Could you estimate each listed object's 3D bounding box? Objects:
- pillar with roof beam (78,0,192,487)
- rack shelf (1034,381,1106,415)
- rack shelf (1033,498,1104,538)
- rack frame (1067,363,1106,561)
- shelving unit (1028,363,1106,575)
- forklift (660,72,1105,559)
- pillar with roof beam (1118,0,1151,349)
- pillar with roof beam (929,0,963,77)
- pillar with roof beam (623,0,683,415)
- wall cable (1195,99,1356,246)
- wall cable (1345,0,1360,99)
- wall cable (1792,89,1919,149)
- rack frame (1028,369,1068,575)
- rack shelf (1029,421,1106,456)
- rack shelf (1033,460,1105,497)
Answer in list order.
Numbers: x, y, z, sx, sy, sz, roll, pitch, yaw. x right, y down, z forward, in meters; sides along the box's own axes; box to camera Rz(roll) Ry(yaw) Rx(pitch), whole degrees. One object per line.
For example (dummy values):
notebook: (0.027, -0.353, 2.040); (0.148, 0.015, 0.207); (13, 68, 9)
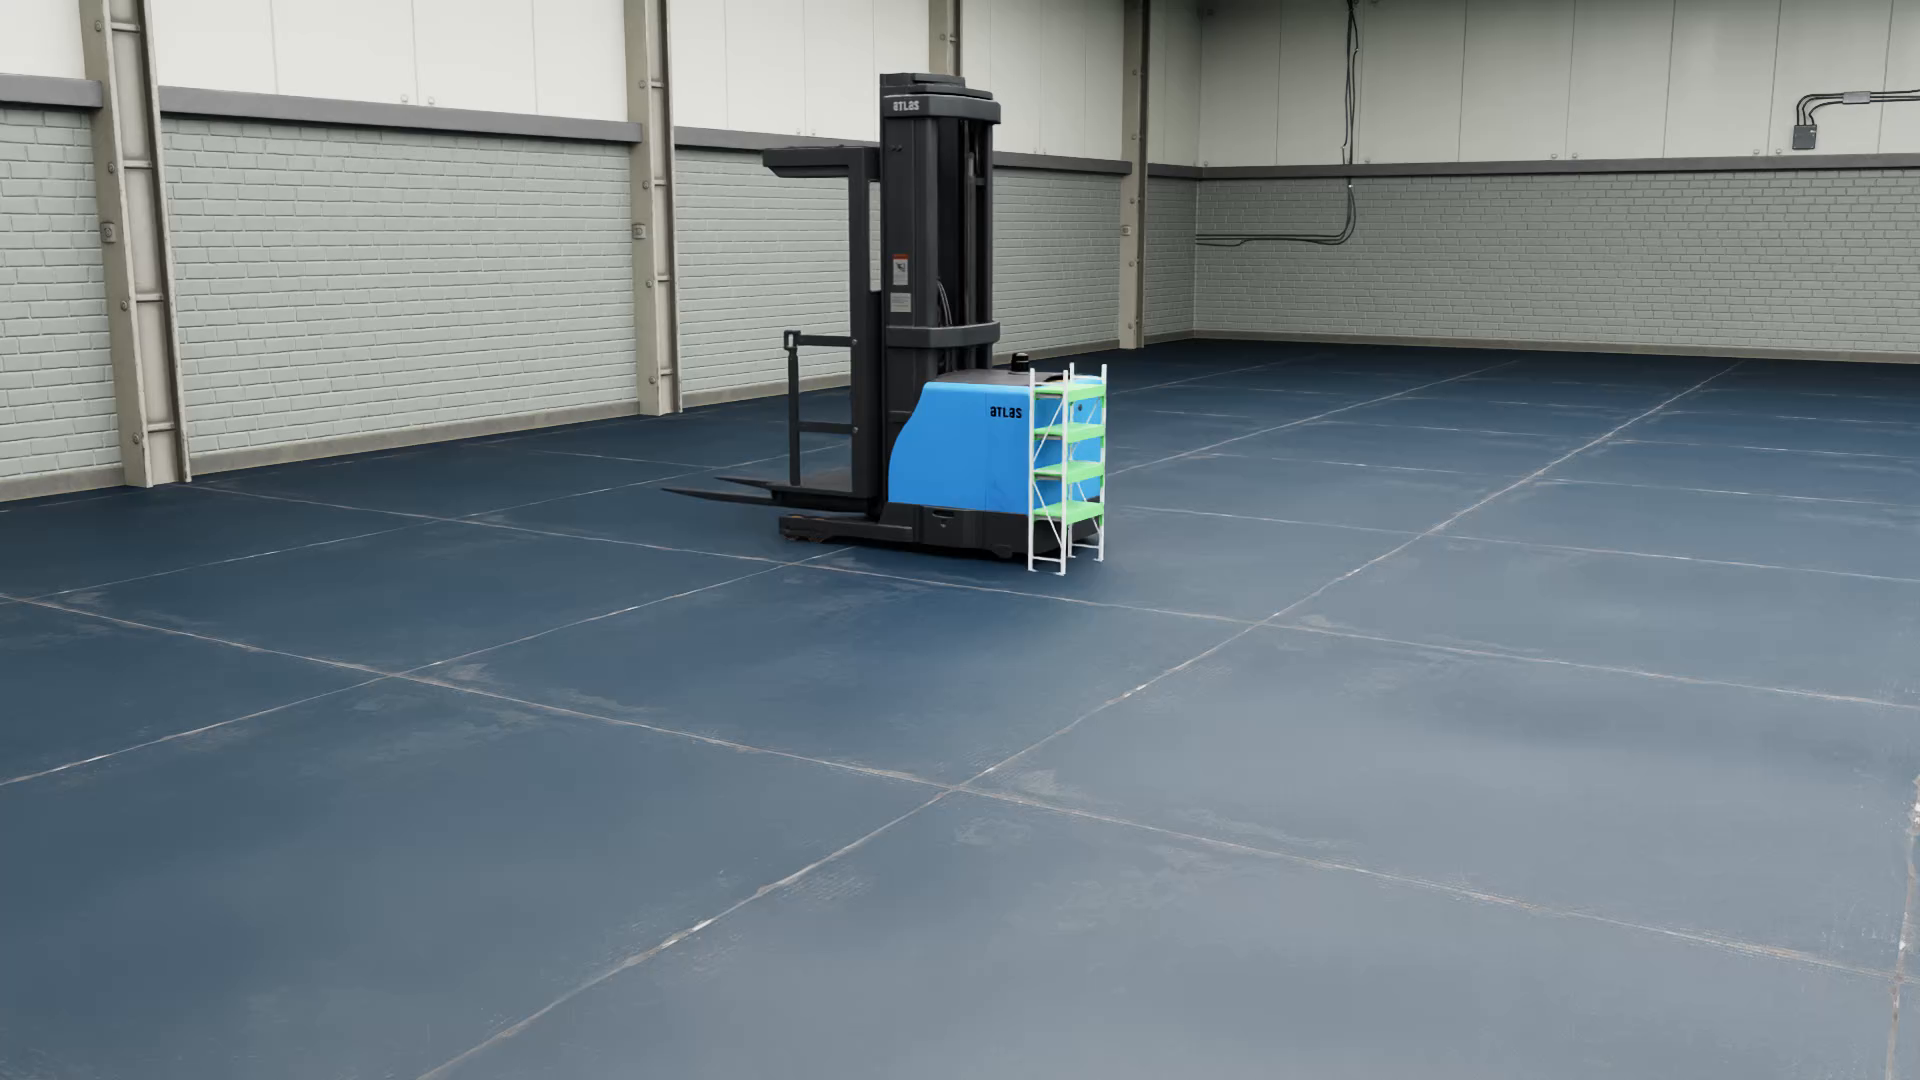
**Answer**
pillar with roof beam: (-2.743, -4.470, 10.290); (9.100, 9.000, 0.400); (6, 12, 31)
rack shelf: (0.642, -0.842, 9.842); (0.258, 0.148, 0.480); (7, 12, 31)
rack shelf: (0.641, -0.134, 9.975); (0.258, 0.148, 0.480); (7, 12, 31)
rack frame: (0.770, -0.471, 10.123); (0.240, 1.200, 0.015); (7, 12, 31)
shelving unit: (0.641, -0.433, 9.919); (0.258, 1.200, 0.503); (7, 12, 31)
forklift: (-0.601, -1.498, 10.907); (3.031, 2.935, 1.130); (6, 12, 28)
pillar with roof beam: (6.602, -7.301, 25.411); (9.100, 9.000, 0.400); (6, 12, 31)
pillar with roof beam: (3.487, -6.357, 20.371); (9.100, 9.000, 0.400); (6, 12, 31)
pillar with roof beam: (0.372, -5.413, 15.331); (9.100, 9.000, 0.400); (6, 12, 31)
wall cable: (5.582, -6.523, 29.694); (3.097, 2.526, 0.112); (6, 12, 31)
wall cable: (7.895, -8.747, 27.849); (3.097, 2.526, 0.112); (6, 12, 31)
wall cable: (13.688, -8.811, 24.237); (2.305, 6.003, 0.169); (6, 12, 31)
rack frame: (0.513, -0.395, 9.715); (0.240, 1.200, 0.015); (7, 12, 31)
rack shelf: (0.641, -0.606, 9.887); (0.258, 0.148, 0.480); (7, 12, 31)
rack shelf: (0.641, -0.370, 9.931); (0.258, 0.148, 0.480); (7, 12, 31)
